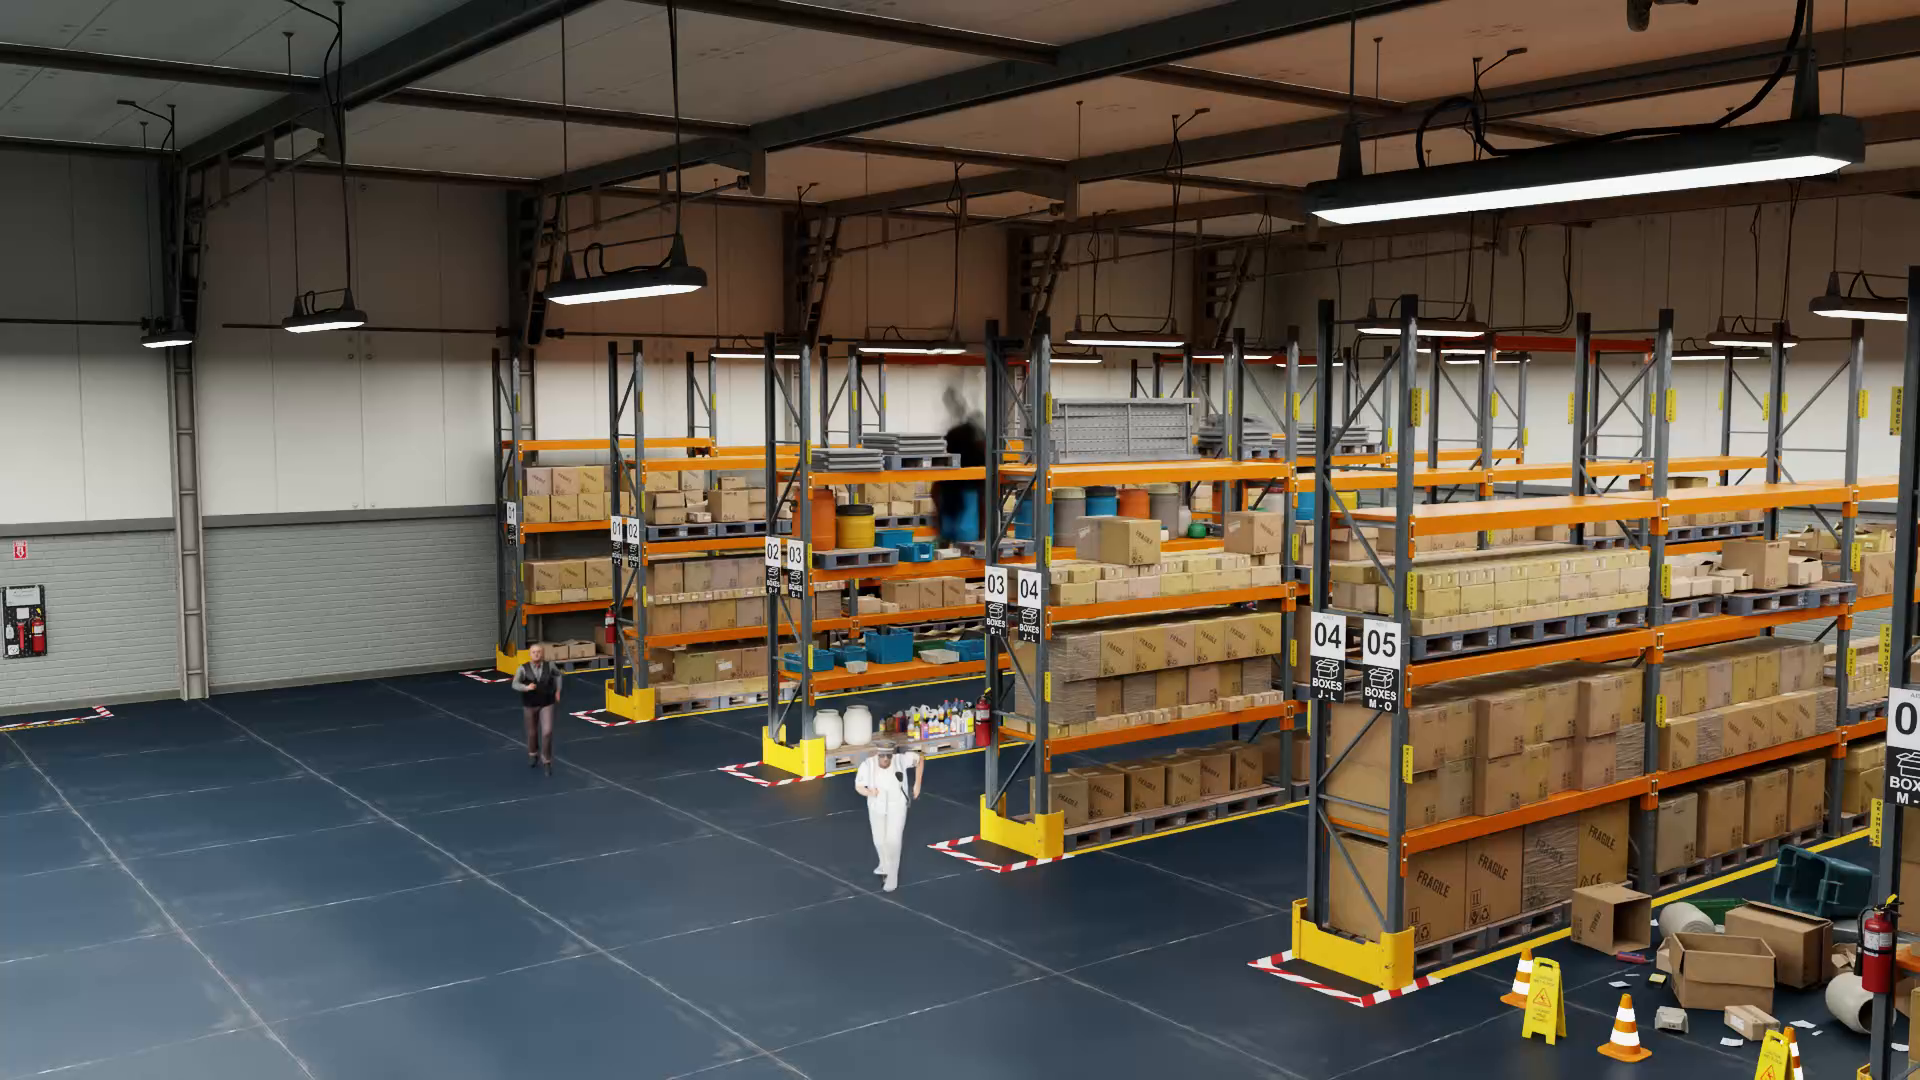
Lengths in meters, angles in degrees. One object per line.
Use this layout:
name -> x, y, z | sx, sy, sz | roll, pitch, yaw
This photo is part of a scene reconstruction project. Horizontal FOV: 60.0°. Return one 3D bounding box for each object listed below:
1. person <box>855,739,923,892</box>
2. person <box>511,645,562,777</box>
person -> -0.735, 2.855, 17.403 | 0.700, 1.677, 0.988 | 0, 5, 1
person -> -5.766, 2.312, 22.698 | 0.671, 1.790, 0.785 | -1, 5, -14
